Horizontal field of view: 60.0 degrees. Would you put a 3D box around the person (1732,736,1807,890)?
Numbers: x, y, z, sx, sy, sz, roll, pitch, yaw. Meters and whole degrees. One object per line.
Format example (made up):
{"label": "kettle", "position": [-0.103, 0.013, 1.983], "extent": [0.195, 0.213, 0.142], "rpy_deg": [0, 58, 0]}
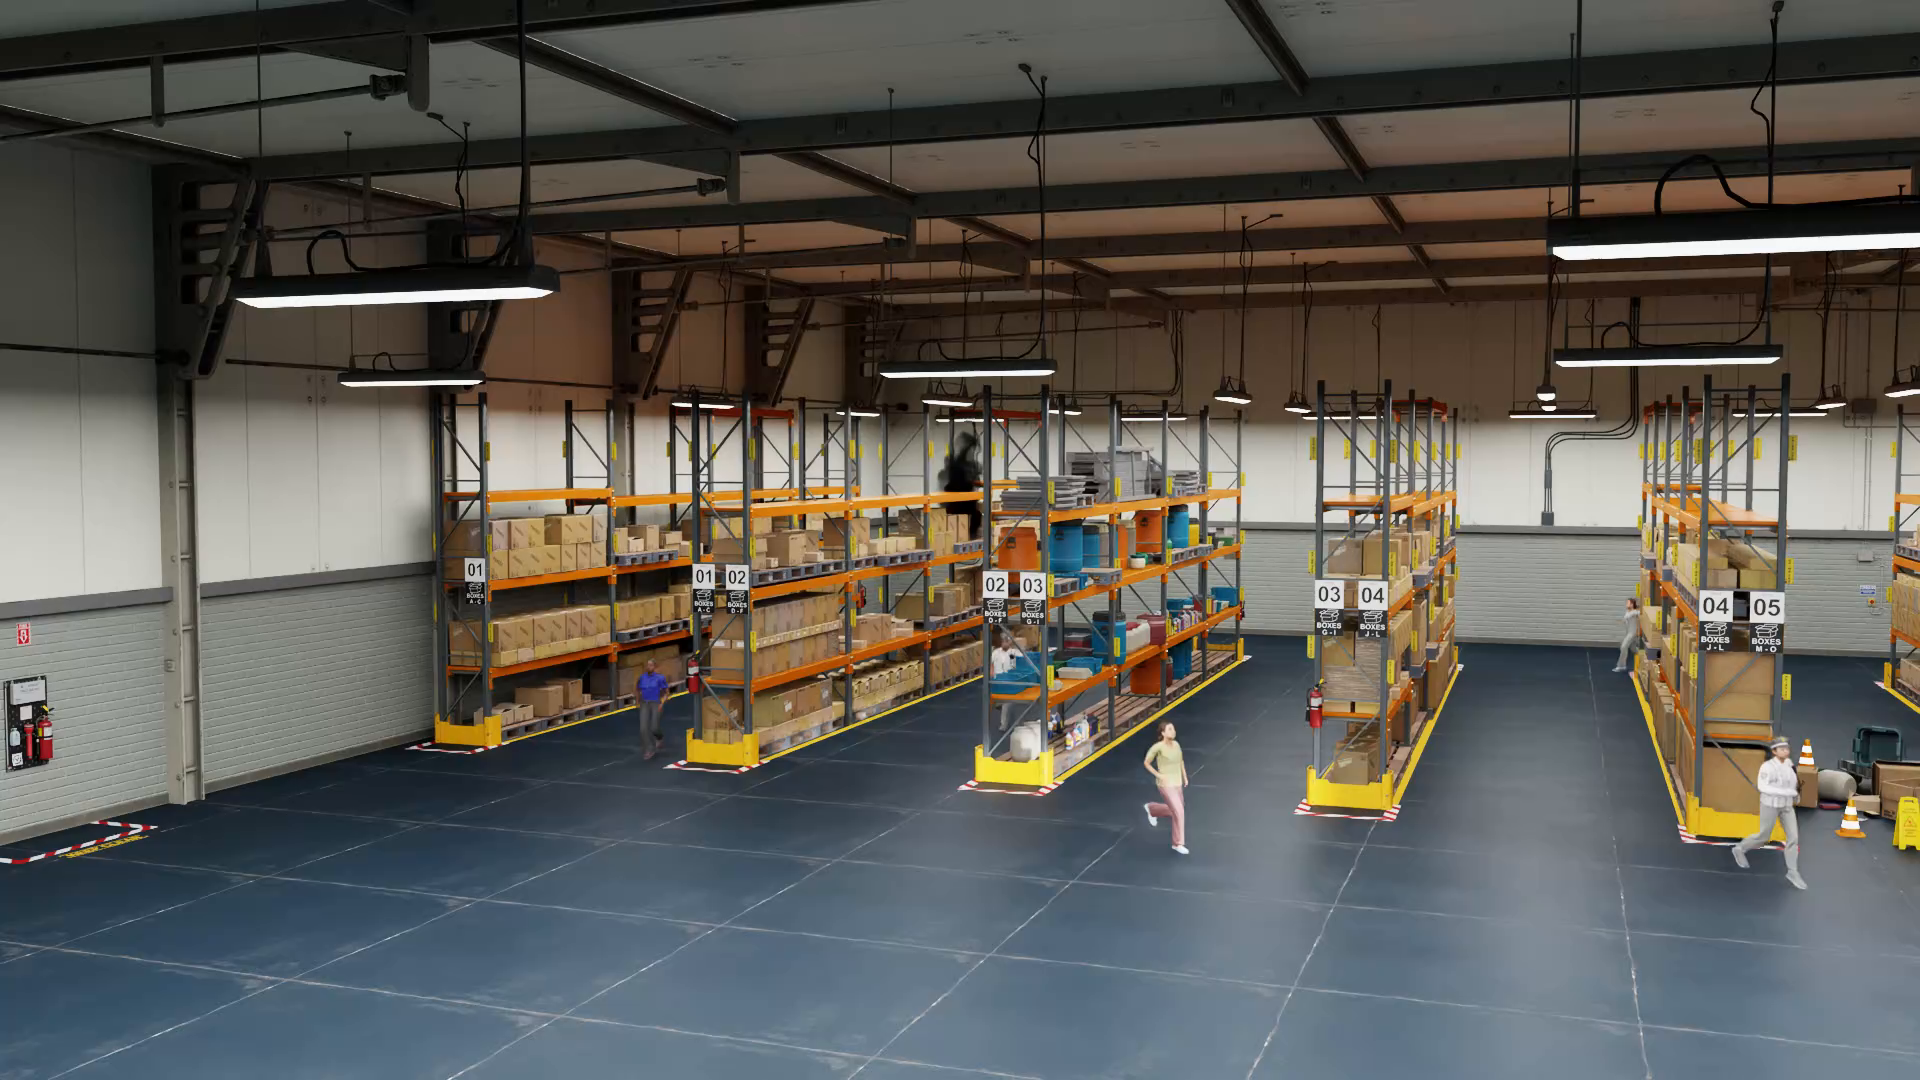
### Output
{"label": "person", "position": [9.497, 3.122, 19.400], "extent": [0.621, 1.724, 0.936], "rpy_deg": [-1, 3, -17]}

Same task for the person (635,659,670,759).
{"label": "person", "position": [-5.059, 2.747, 27.324], "extent": [0.591, 1.617, 0.601], "rpy_deg": [0, 3, 9]}

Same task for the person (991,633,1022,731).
{"label": "person", "position": [0.834, 2.538, 29.999], "extent": [0.662, 1.744, 0.698], "rpy_deg": [1, 3, 15]}

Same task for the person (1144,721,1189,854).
{"label": "person", "position": [2.626, 3.094, 20.989], "extent": [0.577, 1.630, 0.754], "rpy_deg": [-3, 4, -41]}

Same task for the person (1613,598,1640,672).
{"label": "person", "position": [15.320, 2.160, 37.862], "extent": [0.927, 1.677, 0.600], "rpy_deg": [0, 3, 0]}
